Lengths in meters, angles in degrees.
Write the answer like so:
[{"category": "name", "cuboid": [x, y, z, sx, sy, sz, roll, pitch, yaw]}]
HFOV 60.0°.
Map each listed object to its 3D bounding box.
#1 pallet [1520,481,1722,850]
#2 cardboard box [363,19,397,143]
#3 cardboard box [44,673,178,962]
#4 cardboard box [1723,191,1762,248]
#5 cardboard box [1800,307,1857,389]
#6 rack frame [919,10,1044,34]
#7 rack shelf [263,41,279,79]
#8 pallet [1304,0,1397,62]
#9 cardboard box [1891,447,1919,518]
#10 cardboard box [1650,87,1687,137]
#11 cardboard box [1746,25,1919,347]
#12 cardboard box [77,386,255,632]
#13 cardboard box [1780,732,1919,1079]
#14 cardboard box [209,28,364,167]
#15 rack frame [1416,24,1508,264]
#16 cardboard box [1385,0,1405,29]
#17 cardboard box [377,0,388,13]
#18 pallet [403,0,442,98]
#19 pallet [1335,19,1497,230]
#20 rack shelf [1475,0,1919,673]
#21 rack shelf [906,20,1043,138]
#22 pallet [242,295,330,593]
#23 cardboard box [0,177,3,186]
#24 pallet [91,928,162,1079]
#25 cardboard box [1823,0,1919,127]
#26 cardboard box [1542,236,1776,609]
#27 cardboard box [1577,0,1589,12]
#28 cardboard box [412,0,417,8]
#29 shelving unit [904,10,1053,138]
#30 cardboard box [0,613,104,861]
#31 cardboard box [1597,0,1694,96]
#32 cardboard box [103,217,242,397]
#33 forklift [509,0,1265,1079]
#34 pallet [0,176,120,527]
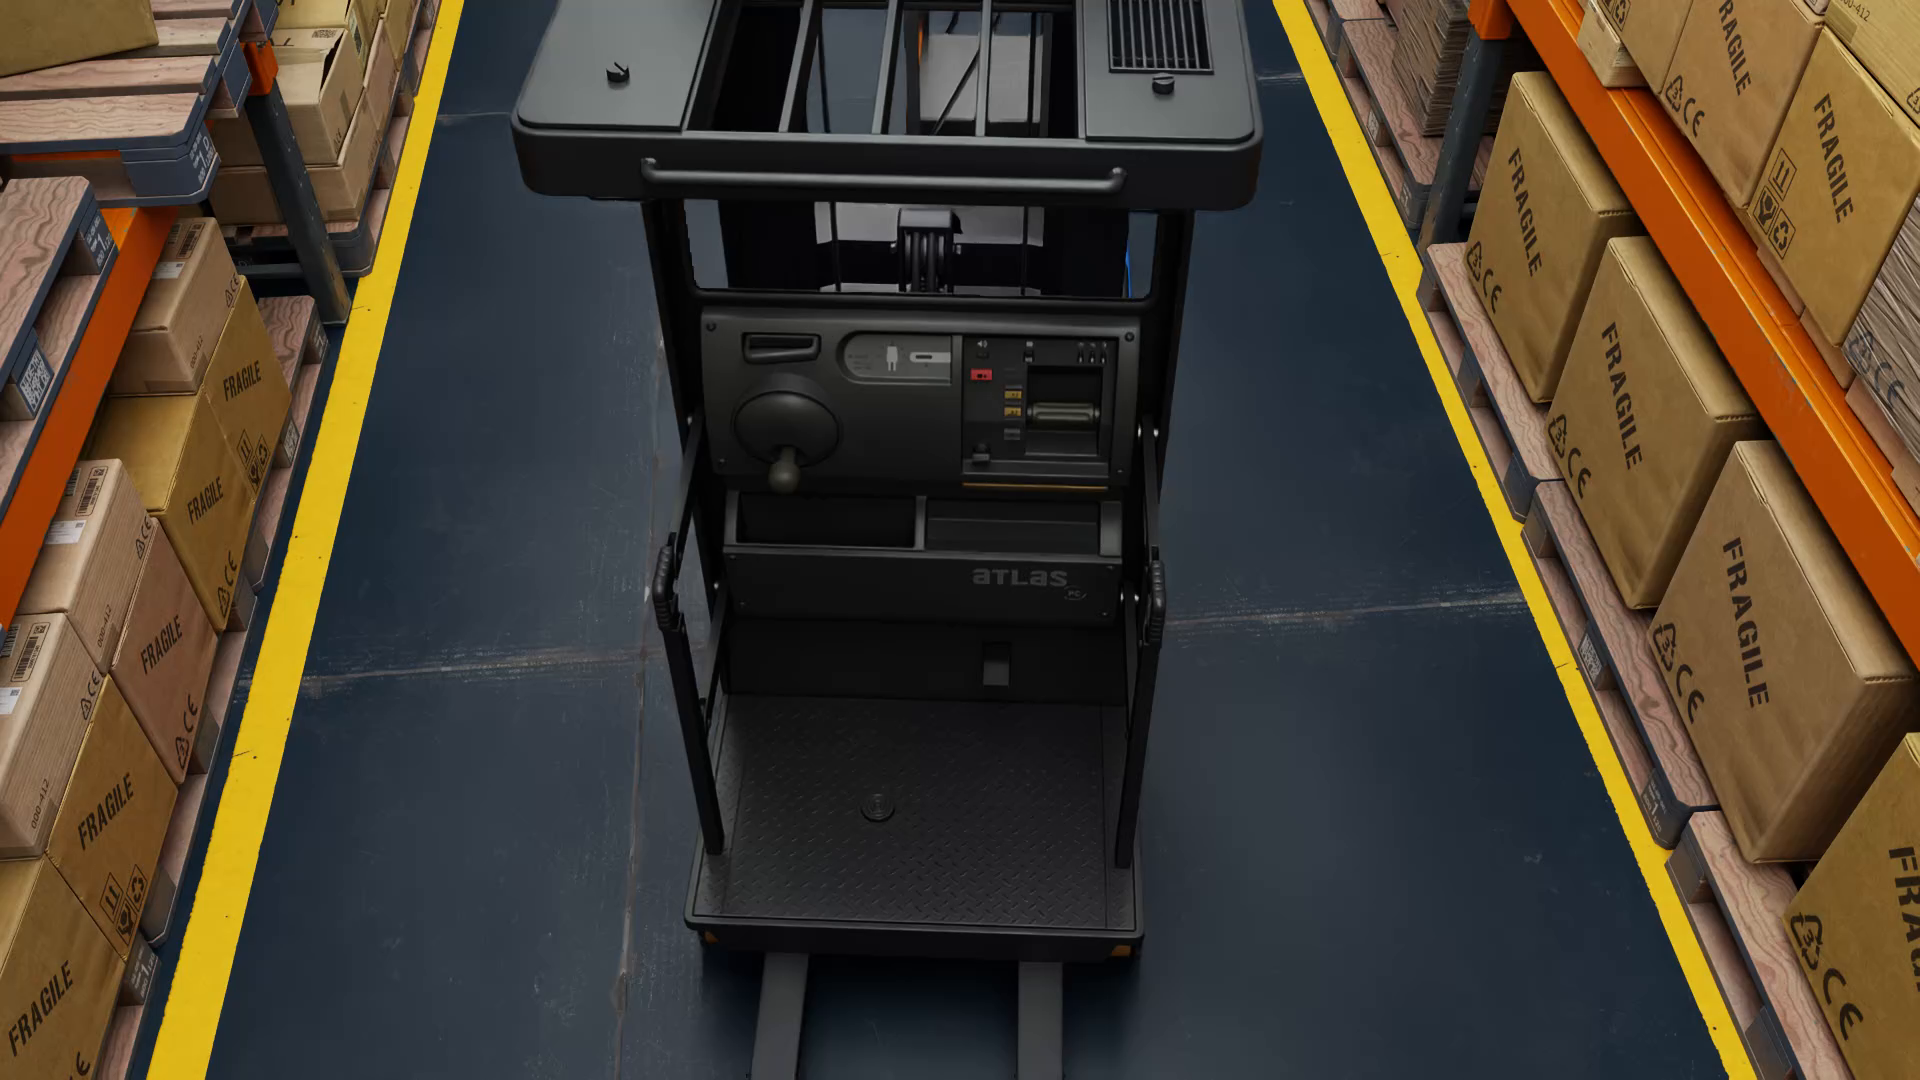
[{"category": "pallet", "cuboid": [2.318, 0.296, 4.824, 1.003, 0.211, 1.213, -3, 47, -3]}, {"category": "cardboard box", "cuboid": [-2.502, -1.774, 6.469, 0.500, 0.250, 0.500, -5, 47, -4]}, {"category": "cardboard box", "cuboid": [-2.261, 0.676, 3.963, 0.500, 0.500, 0.500, -3, 47, -3]}, {"category": "cardboard box", "cuboid": [2.160, -0.857, 4.155, 0.380, 0.149, 0.250, -3, 47, -3]}, {"category": "cardboard box", "cuboid": [2.179, -0.487, 3.804, 0.380, 0.149, 0.250, -2, 47, -2]}, {"category": "rack frame", "cuboid": [0.075, -1.374, 5.106, 0.400, 2.100, 0.015, 2, 47, 2]}, {"category": "rack shelf", "cuboid": [-2.876, -3.014, 6.534, 1.077, 0.370, 4.000, -3, 47, -3]}, {"category": "pallet", "cuboid": [2.065, -2.606, 7.572, 1.003, 0.211, 1.213, -3, 47, -3]}, {"category": "cardboard box", "cuboid": [2.196, -0.112, 3.449, 0.380, 0.149, 0.250, -3, 47, -3]}, {"category": "cardboard box", "cuboid": [2.119, -1.232, 4.510, 0.380, 0.149, 0.250, -4, 47, -4]}, {"category": "cardboard box", "cuboid": [2.140, -0.780, 3.635, 0.500, 0.500, 0.500, -2, 47, -2]}, {"category": "cardboard box", "cuboid": [-2.353, -0.069, 4.668, 0.500, 0.500, 0.500, -5, 47, -5]}, {"category": "cardboard box", "cuboid": [2.379, 0.908, 3.515, 0.750, 0.750, 0.750, -3, 47, -3]}, {"category": "cardboard box", "cuboid": [-2.459, -1.603, 5.921, 0.500, 0.311, 0.500, -2, 47, -2]}, {"category": "rack frame", "cuboid": [2.228, -2.118, 5.190, 1.000, 3.000, 0.127, -3, 47, -3]}, {"category": "cardboard box", "cuboid": [2.188, -2.308, 6.788, 0.700, 0.500, 0.500, -4, 47, -3]}, {"category": "cardboard box", "cuboid": [-2.552, -2.352, 6.630, 0.500, 0.311, 0.500, -5, 47, -4]}, {"category": "pallet", "cuboid": [-2.837, -2.334, 7.315, 1.003, 0.211, 1.213, -3, 47, -3]}, {"category": "pallet", "cuboid": [2.164, -1.725, 6.738, 1.003, 0.211, 1.213, -3, 47, -3]}, {"category": "rack shelf", "cuboid": [2.395, -0.424, 4.081, 1.077, 0.370, 4.000, -3, 47, -3]}, {"category": "rack shelf", "cuboid": [0.065, -1.188, 4.948, 0.431, 0.518, 0.480, 2, 47, 2]}, {"category": "pallet", "cuboid": [-2.683, -0.313, 5.401, 1.003, 0.211, 1.213, -3, 47, -3]}, {"category": "cardboard box", "cuboid": [-2.657, -0.871, 3.651, 0.700, 0.500, 0.500, 4, 47, 4]}, {"category": "pallet", "cuboid": [-2.479, 1.452, 3.729, 1.003, 0.211, 1.213, -3, 47, -3]}, {"category": "cardboard box", "cuboid": [2.149, -1.056, 3.380, 0.500, 0.250, 0.500, -4, 47, -4]}, {"category": "cardboard box", "cuboid": [2.226, -0.349, 4.706, 0.750, 0.750, 0.750, -4, 47, -3]}, {"category": "cardboard box", "cuboid": [2.037, -1.604, 4.862, 0.380, 0.149, 0.250, -3, 47, -3]}, {"category": "cardboard box", "cuboid": [-2.594, -2.521, 7.176, 0.500, 0.250, 0.500, -3, 47, -2]}, {"category": "shelving unit", "cuboid": [0.065, -1.197, 4.938, 0.431, 2.100, 0.503, 2, 47, 2]}, {"category": "cardboard box", "cuboid": [-2.255, 0.442, 3.668, 0.500, 0.250, 0.500, -3, 47, -3]}, {"category": "cardboard box", "cuboid": [2.048, -1.515, 4.332, 0.500, 0.500, 0.500, -2, 47, -2]}, {"category": "cardboard box", "cuboid": [-2.387, -0.661, 4.712, 0.500, 0.250, 0.500, -2, 47, -2]}, {"category": "forklift", "cuboid": [-0.092, -0.194, 3.415, 1.130, 2.935, 3.031, 2, 47, 2]}, {"category": "pallet", "cuboid": [-2.541, -0.342, 3.640, 1.003, 0.211, 1.213, -3, 47, -3]}]
